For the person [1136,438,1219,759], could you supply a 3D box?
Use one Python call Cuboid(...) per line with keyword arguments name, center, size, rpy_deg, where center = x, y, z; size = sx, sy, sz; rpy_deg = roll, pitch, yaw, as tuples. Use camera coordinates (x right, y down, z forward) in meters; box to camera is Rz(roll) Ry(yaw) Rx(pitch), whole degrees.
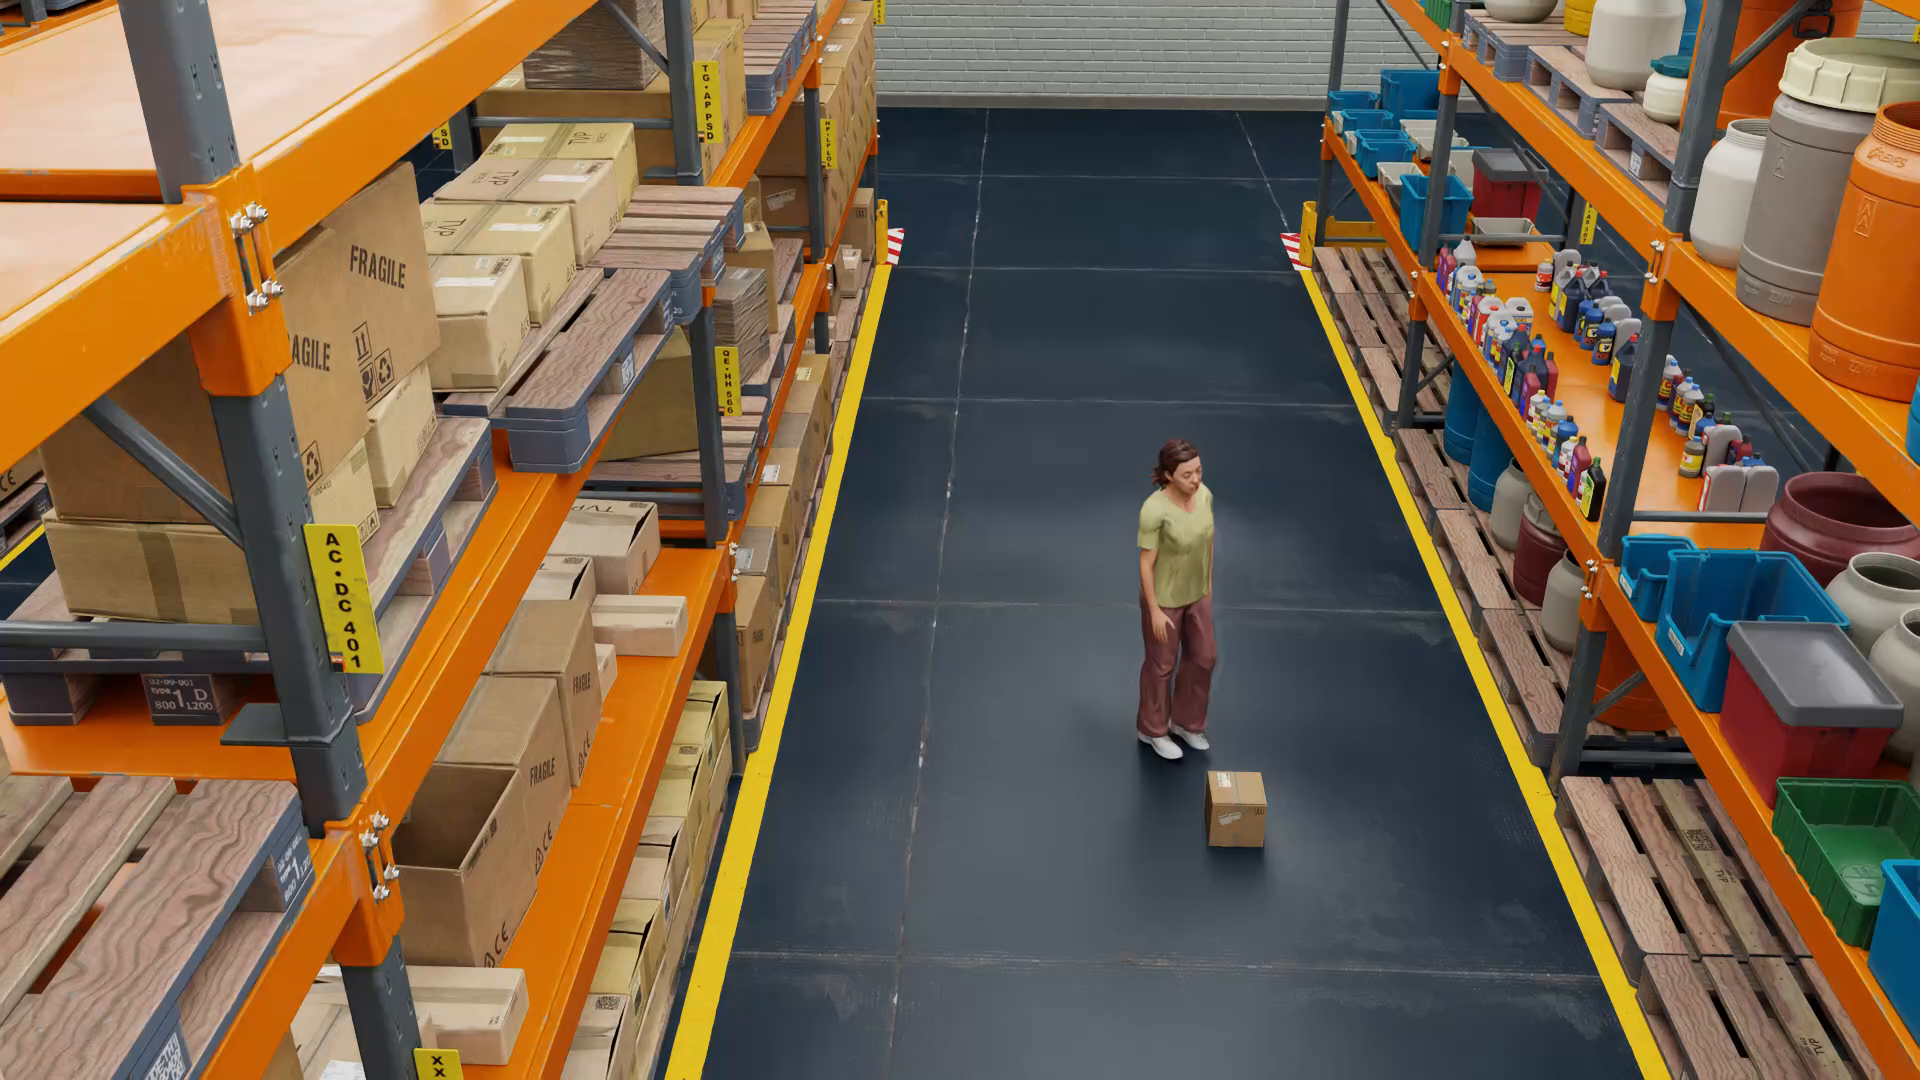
Cuboid(name="person", center=(1.072, 0.320, 8.061), size=(0.492, 1.743, 0.439), rpy_deg=(-20, 34, -32))
